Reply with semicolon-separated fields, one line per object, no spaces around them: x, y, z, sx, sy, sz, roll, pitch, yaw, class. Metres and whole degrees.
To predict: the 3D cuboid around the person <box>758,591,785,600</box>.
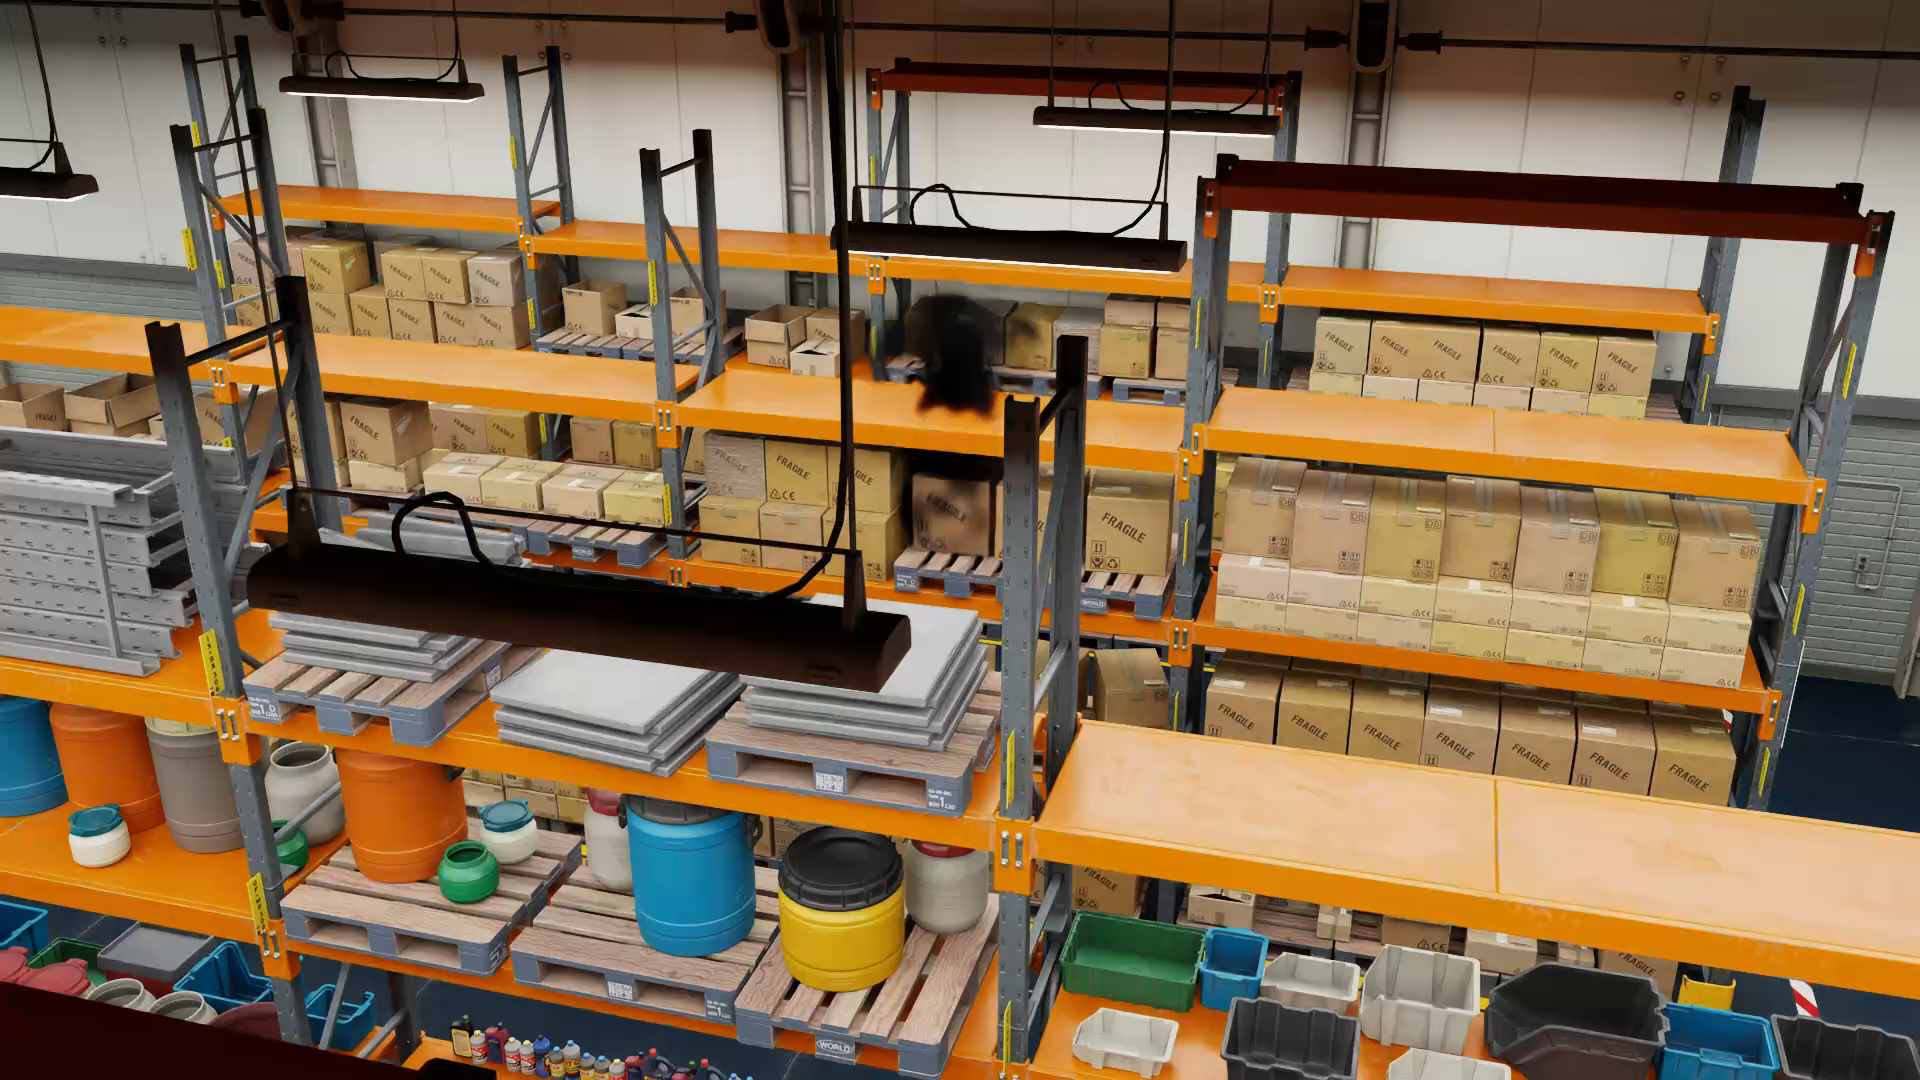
-1.597;1.175;15.830;0.938;1.643;0.576;2;23;6;person
